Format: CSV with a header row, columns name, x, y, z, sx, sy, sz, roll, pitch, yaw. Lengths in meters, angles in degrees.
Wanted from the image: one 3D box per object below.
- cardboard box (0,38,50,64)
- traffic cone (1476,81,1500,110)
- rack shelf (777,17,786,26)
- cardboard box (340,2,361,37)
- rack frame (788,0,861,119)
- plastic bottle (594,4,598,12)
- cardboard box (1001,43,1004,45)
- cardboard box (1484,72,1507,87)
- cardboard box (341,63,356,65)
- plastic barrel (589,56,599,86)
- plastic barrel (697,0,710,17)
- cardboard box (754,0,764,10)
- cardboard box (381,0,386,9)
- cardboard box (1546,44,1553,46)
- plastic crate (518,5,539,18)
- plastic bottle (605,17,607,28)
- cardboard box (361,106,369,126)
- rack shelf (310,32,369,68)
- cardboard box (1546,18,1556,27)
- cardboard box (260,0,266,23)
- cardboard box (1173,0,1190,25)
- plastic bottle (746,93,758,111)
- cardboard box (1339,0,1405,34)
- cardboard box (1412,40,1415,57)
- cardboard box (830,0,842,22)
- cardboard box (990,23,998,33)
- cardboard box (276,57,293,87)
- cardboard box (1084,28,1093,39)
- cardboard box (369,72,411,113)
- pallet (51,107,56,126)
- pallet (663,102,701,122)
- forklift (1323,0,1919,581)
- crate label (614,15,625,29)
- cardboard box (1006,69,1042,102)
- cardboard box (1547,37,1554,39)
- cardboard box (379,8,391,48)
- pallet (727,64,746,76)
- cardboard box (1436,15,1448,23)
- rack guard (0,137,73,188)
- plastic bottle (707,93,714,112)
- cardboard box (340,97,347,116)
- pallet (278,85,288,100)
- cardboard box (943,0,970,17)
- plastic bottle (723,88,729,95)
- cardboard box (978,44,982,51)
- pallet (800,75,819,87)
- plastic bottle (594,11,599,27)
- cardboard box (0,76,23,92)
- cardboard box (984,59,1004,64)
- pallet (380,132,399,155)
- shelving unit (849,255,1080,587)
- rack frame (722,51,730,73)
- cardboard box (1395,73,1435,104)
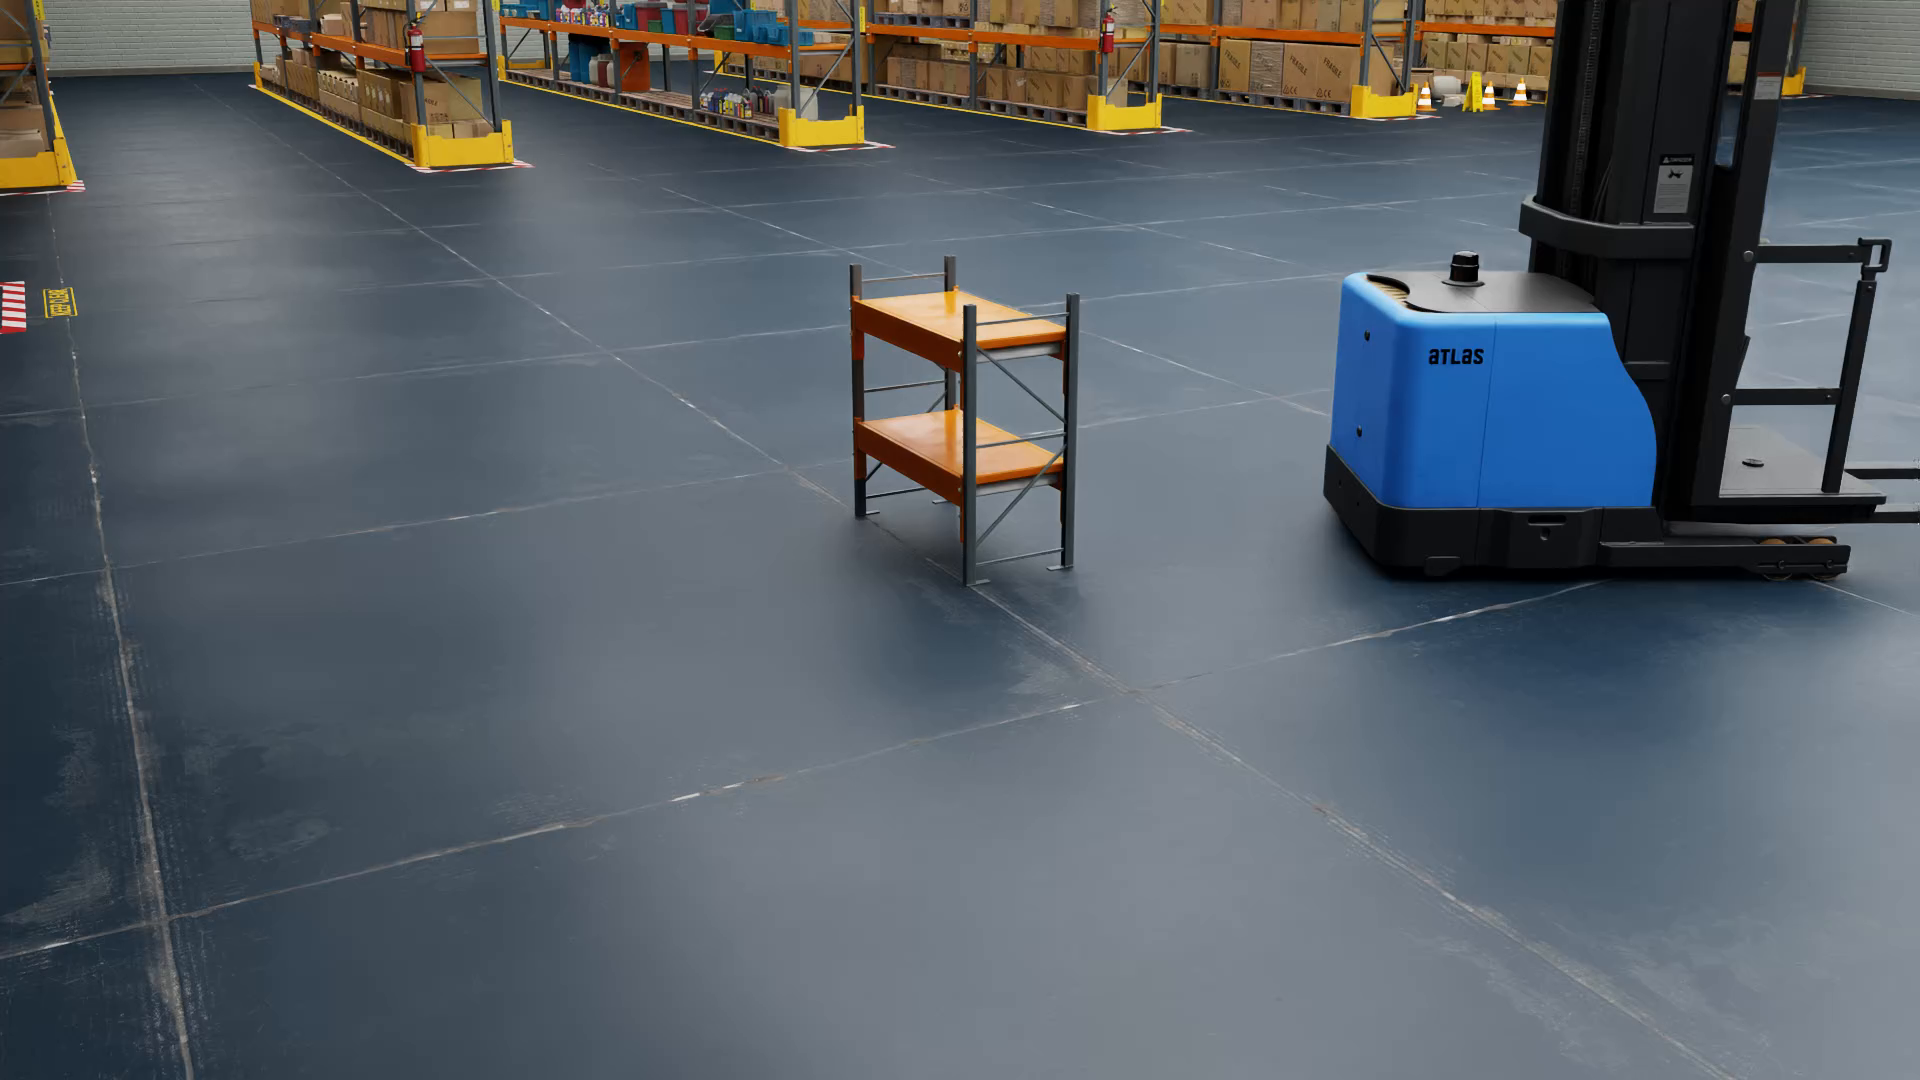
name,x,y,z,sx,sy,sz,roll,pitch,yaw
cardboard box,-10.501,-5.483,18.623,0.500,0.250,0.500,-11,22,-28
traffic cone,9.096,-7.647,28.583,0.336,0.463,0.334,-10,21,-27
rack shelf,-4.119,-11.336,36.488,1.077,0.370,4.000,-10,21,-27
cardboard box,-9.179,-7.988,25.530,0.500,0.500,0.500,-11,22,-30
rack frame,-1.830,-6.890,22.500,1.000,3.000,0.127,-10,21,-27
plastic bottle,-6.931,-10.076,31.809,0.144,0.351,0.185,-10,21,-27
cardboard box,1.020,-11.258,37.972,0.380,0.149,0.250,-10,22,-27
cardboard box,10.137,-8.581,30.971,0.500,0.250,0.500,-11,22,-29
cardboard box,-10.694,-8.065,29.062,0.500,0.500,0.500,-11,22,-28
plastic barrel,-6.759,-8.819,31.261,0.421,0.512,0.421,0,19,0
plastic barrel,-3.991,-8.411,26.700,0.433,0.535,0.433,0,19,0
cardboard box,-4.100,-11.552,35.786,0.500,0.250,0.500,-10,21,-26
cardboard box,-7.394,-7.075,21.888,0.380,0.149,0.250,-10,21,-27
cardboard box,10.847,-8.876,30.677,0.500,0.500,0.500,-11,22,-29
plastic crate,-8.832,-10.846,34.130,0.416,0.233,0.300,-10,21,-27
plastic bottle,-6.235,-9.179,29.437,0.097,0.201,0.097,0,19,0
cardboard box,-8.137,-5.991,23.465,0.500,0.250,0.500,-10,21,-27
rack shelf,-9.040,-7.506,25.389,1.077,0.370,4.000,-10,21,-27
cardboard box,10.667,-9.203,29.589,0.380,0.149,0.250,-10,22,-27
cardboard box,-13.089,-10.160,31.824,0.500,0.500,0.500,-10,21,-26
cardboard box,4.320,-9.845,30.912,0.500,0.500,0.500,-10,22,-27
plastic bottle,-3.197,-6.733,25.547,0.152,0.276,0.135,-10,21,-27
cardboard box,6.726,-8.567,27.130,0.875,0.550,0.550,-10,21,-27
cardboard box,10.949,-11.659,39.508,0.500,0.500,0.500,-9,21,-24
cardboard box,-2.203,-10.397,32.510,0.500,0.500,0.500,-11,22,-28
cardboard box,0.717,-8.437,27.369,0.380,0.149,0.250,-10,21,-27
cardboard box,-12.409,-8.715,30.945,0.500,0.500,0.500,-10,21,-27
cardboard box,2.094,-7.660,25.117,0.380,0.149,0.250,-10,21,-27
cardboard box,-7.671,-6.057,22.507,0.500,0.500,0.500,-10,21,-27
pallet,-14.656,-6.572,25.853,1.003,0.211,1.213,-10,21,-27
pallet,-4.136,-6.939,26.918,1.003,0.211,1.213,-10,21,-27
forklift,3.164,-1.394,6.677,3.031,2.935,1.130,0,19,-1
crate label,-5.759,-8.928,28.664,0.303,0.233,0.416,-10,21,-27
cardboard box,1.063,-7.538,27.566,0.500,0.500,0.500,-3,19,-9
cardboard box,12.739,-10.774,36.752,0.875,0.625,0.625,-11,22,-29
cardboard box,-7.383,-6.898,22.370,0.700,0.500,0.500,-10,21,-26
pallet,-4.620,-10.715,37.859,1.003,0.211,1.213,-10,21,-27
cardboard box,9.384,-10.017,31.948,0.380,0.149,0.250,-9,21,-25
rack guard,-10.585,-4.196,18.524,1.175,0.500,0.348,-10,21,-27
plastic bottle,-3.786,-6.711,25.482,0.152,0.276,0.135,-9,21,-25
cardboard box,-9.024,-6.537,25.049,0.500,0.250,0.500,-9,21,-25
pallet,-12.215,-8.448,31.289,1.003,0.211,1.213,-10,21,-27
cardboard box,0.376,-9.537,28.608,1.000,1.000,1.000,-10,21,-26
plastic bottle,-3.584,-6.720,25.395,0.144,0.351,0.185,-10,21,-27
cardboard box,0.565,-11.173,37.726,0.380,0.149,0.250,-10,22,-27
pallet,-2.737,-9.574,34.553,1.003,0.211,1.213,-10,21,-27
plastic bottle,-6.530,-9.390,29.942,0.097,0.271,0.097,0,19,0
cardboard box,-13.024,-6.219,22.564,0.500,0.250,0.500,-10,22,-28
cardboard box,0.758,-10.752,37.419,0.380,0.149,0.250,-10,21,-26
pallet,-7.166,-5.368,22.366,1.003,0.211,1.213,-10,21,-27
shelving unit,-0.003,-0.534,6.954,0.538,1.125,1.048,-10,21,-27
rack frame,-5.069,-12.250,38.034,1.000,3.000,0.127,-10,21,-27
cardboard box,8.188,-8.124,29.904,0.637,0.503,0.797,7,20,20
